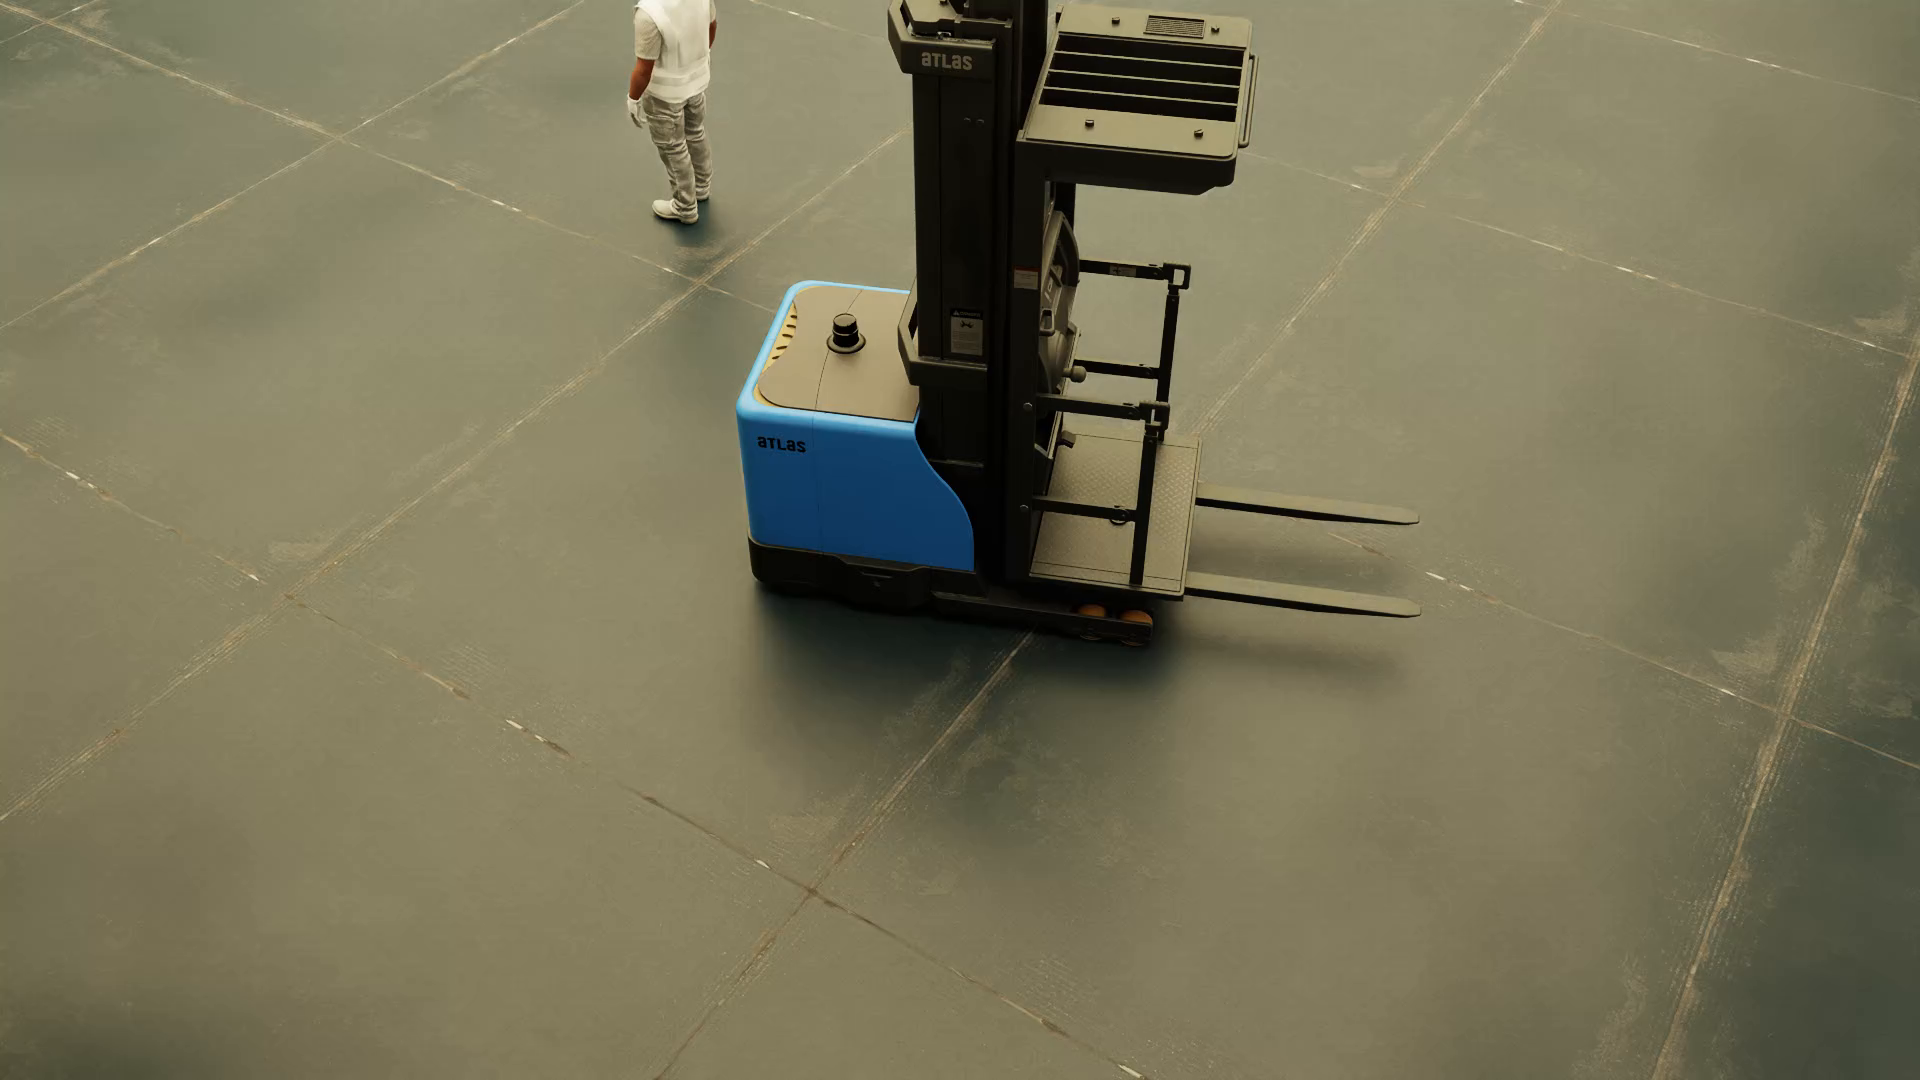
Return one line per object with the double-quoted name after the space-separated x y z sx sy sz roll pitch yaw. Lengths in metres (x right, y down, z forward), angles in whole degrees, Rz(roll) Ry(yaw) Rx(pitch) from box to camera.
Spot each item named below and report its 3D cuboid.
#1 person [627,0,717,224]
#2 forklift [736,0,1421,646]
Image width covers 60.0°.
-1.678 -2.615 9.430 0.577 1.782 0.656 26 49 25 "person"
0.598 -0.987 6.890 3.031 2.935 1.130 7 44 8 "forklift"
